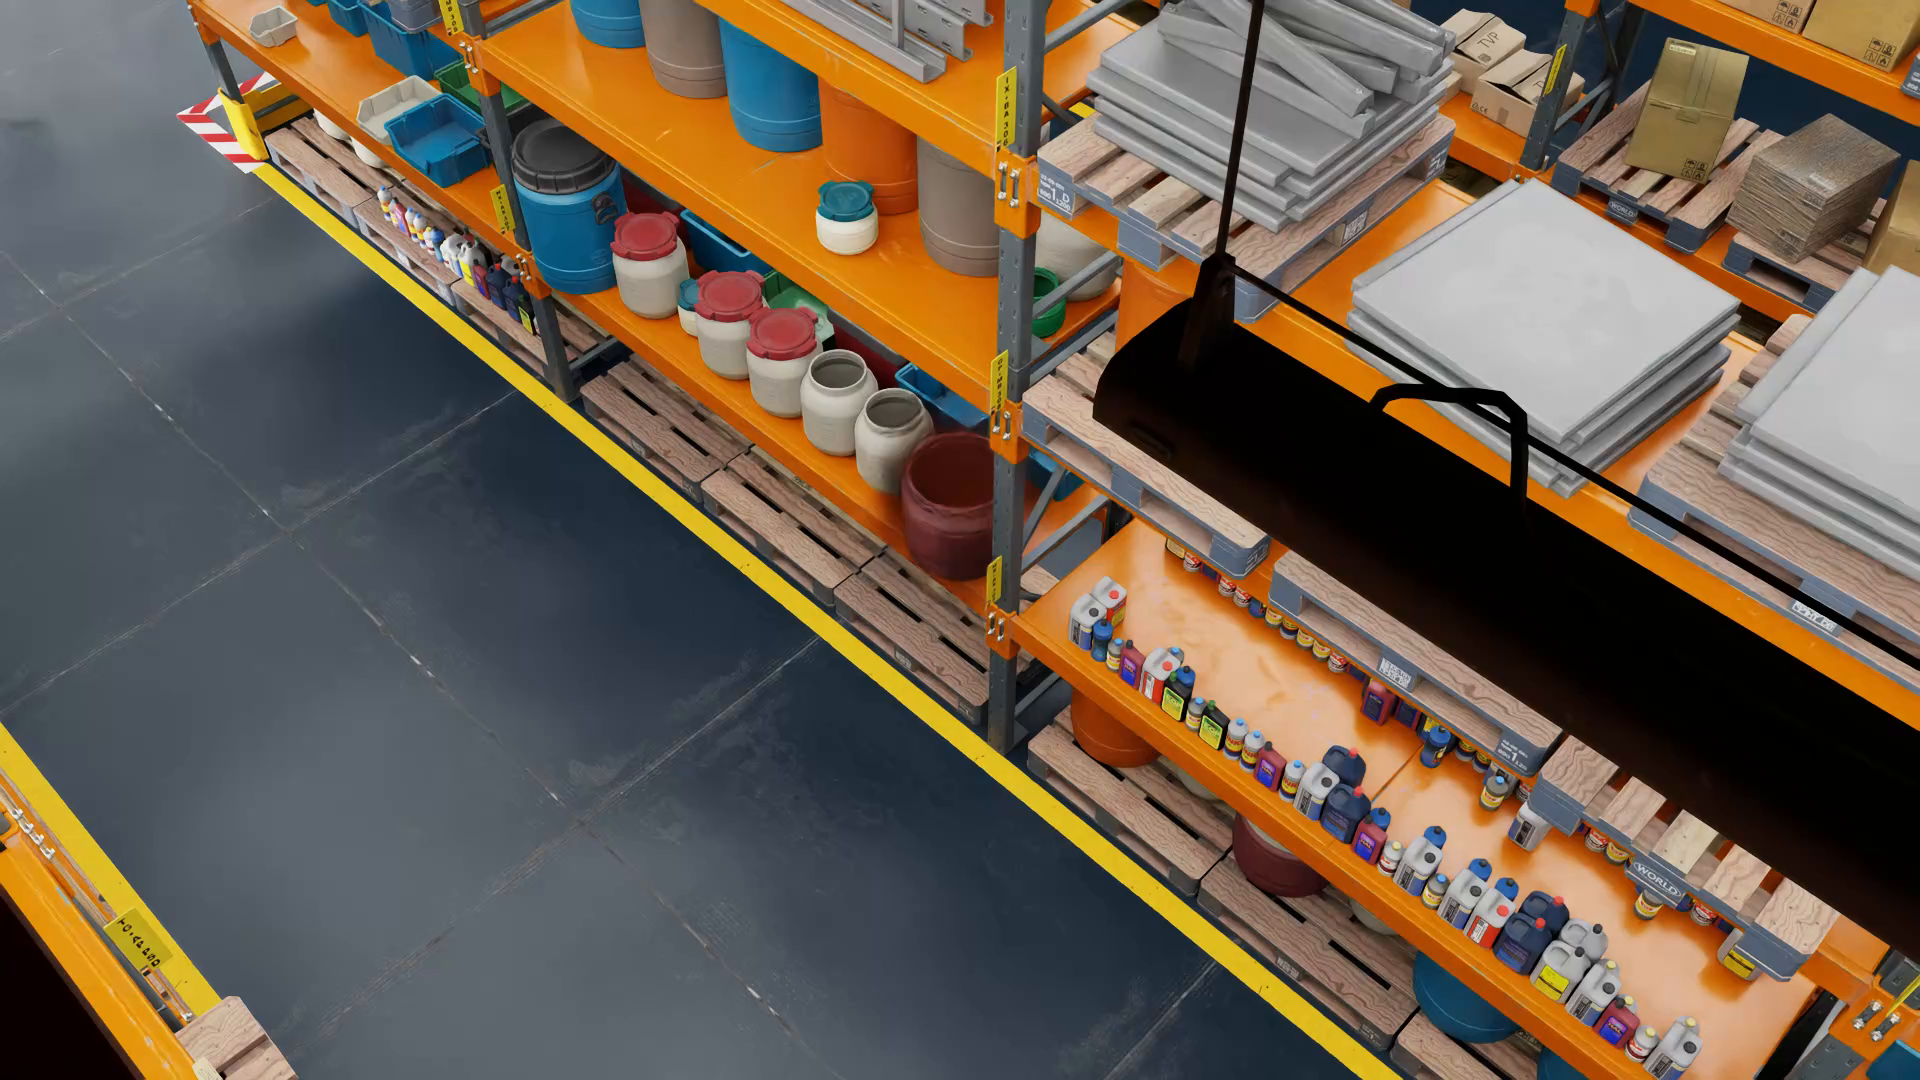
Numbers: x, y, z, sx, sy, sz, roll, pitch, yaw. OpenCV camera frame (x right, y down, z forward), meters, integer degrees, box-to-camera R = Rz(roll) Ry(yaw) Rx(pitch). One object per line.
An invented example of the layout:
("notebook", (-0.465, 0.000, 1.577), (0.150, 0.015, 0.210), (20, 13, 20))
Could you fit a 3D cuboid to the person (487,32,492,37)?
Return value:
("person", (-4.362, -4.861, 13.381), (0.999, 1.606, 0.549), (9, 51, 7))
